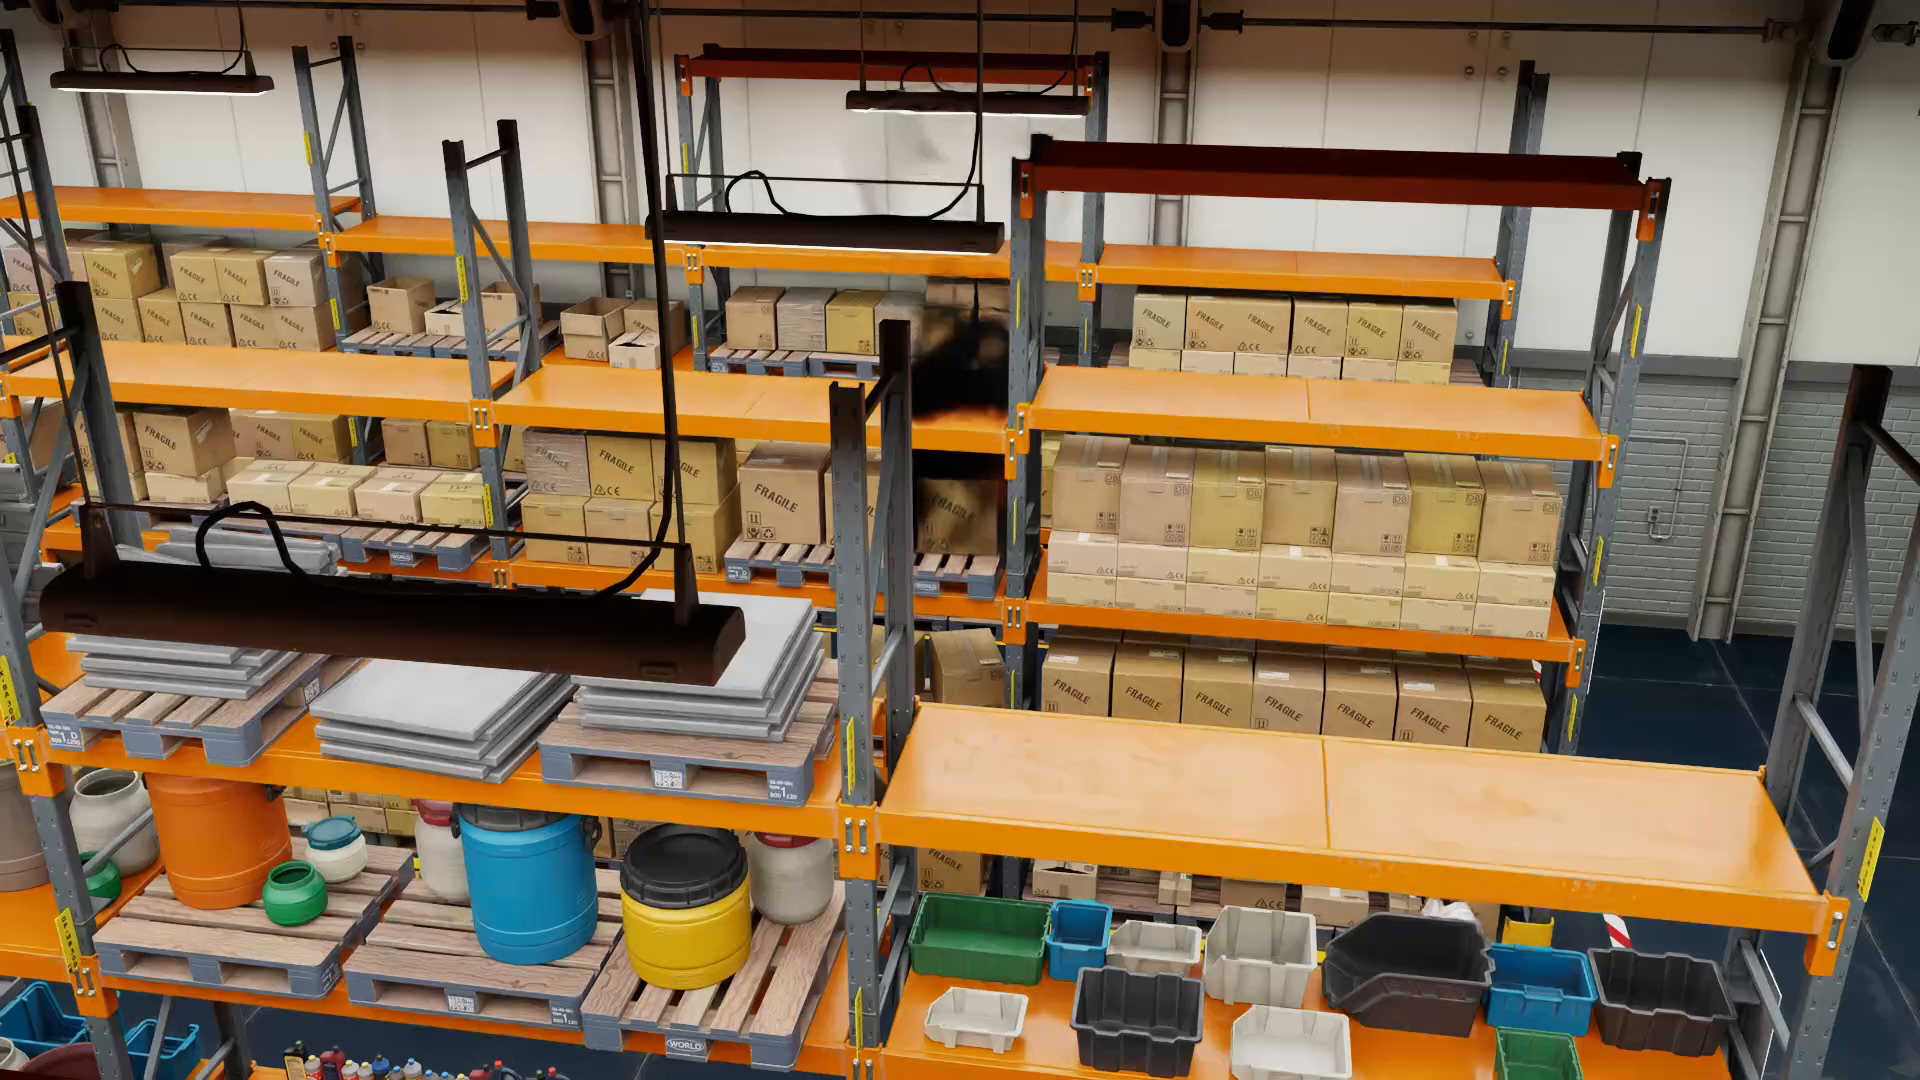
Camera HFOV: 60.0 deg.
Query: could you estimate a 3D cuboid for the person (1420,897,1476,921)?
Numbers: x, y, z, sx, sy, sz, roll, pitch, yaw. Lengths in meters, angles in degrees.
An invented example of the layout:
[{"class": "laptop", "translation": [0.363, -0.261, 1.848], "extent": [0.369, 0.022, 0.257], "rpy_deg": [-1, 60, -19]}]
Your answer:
[{"class": "person", "translation": [3.236, 2.818, 11.193], "extent": [0.655, 1.520, 0.615], "rpy_deg": [-2, 23, -6]}]
